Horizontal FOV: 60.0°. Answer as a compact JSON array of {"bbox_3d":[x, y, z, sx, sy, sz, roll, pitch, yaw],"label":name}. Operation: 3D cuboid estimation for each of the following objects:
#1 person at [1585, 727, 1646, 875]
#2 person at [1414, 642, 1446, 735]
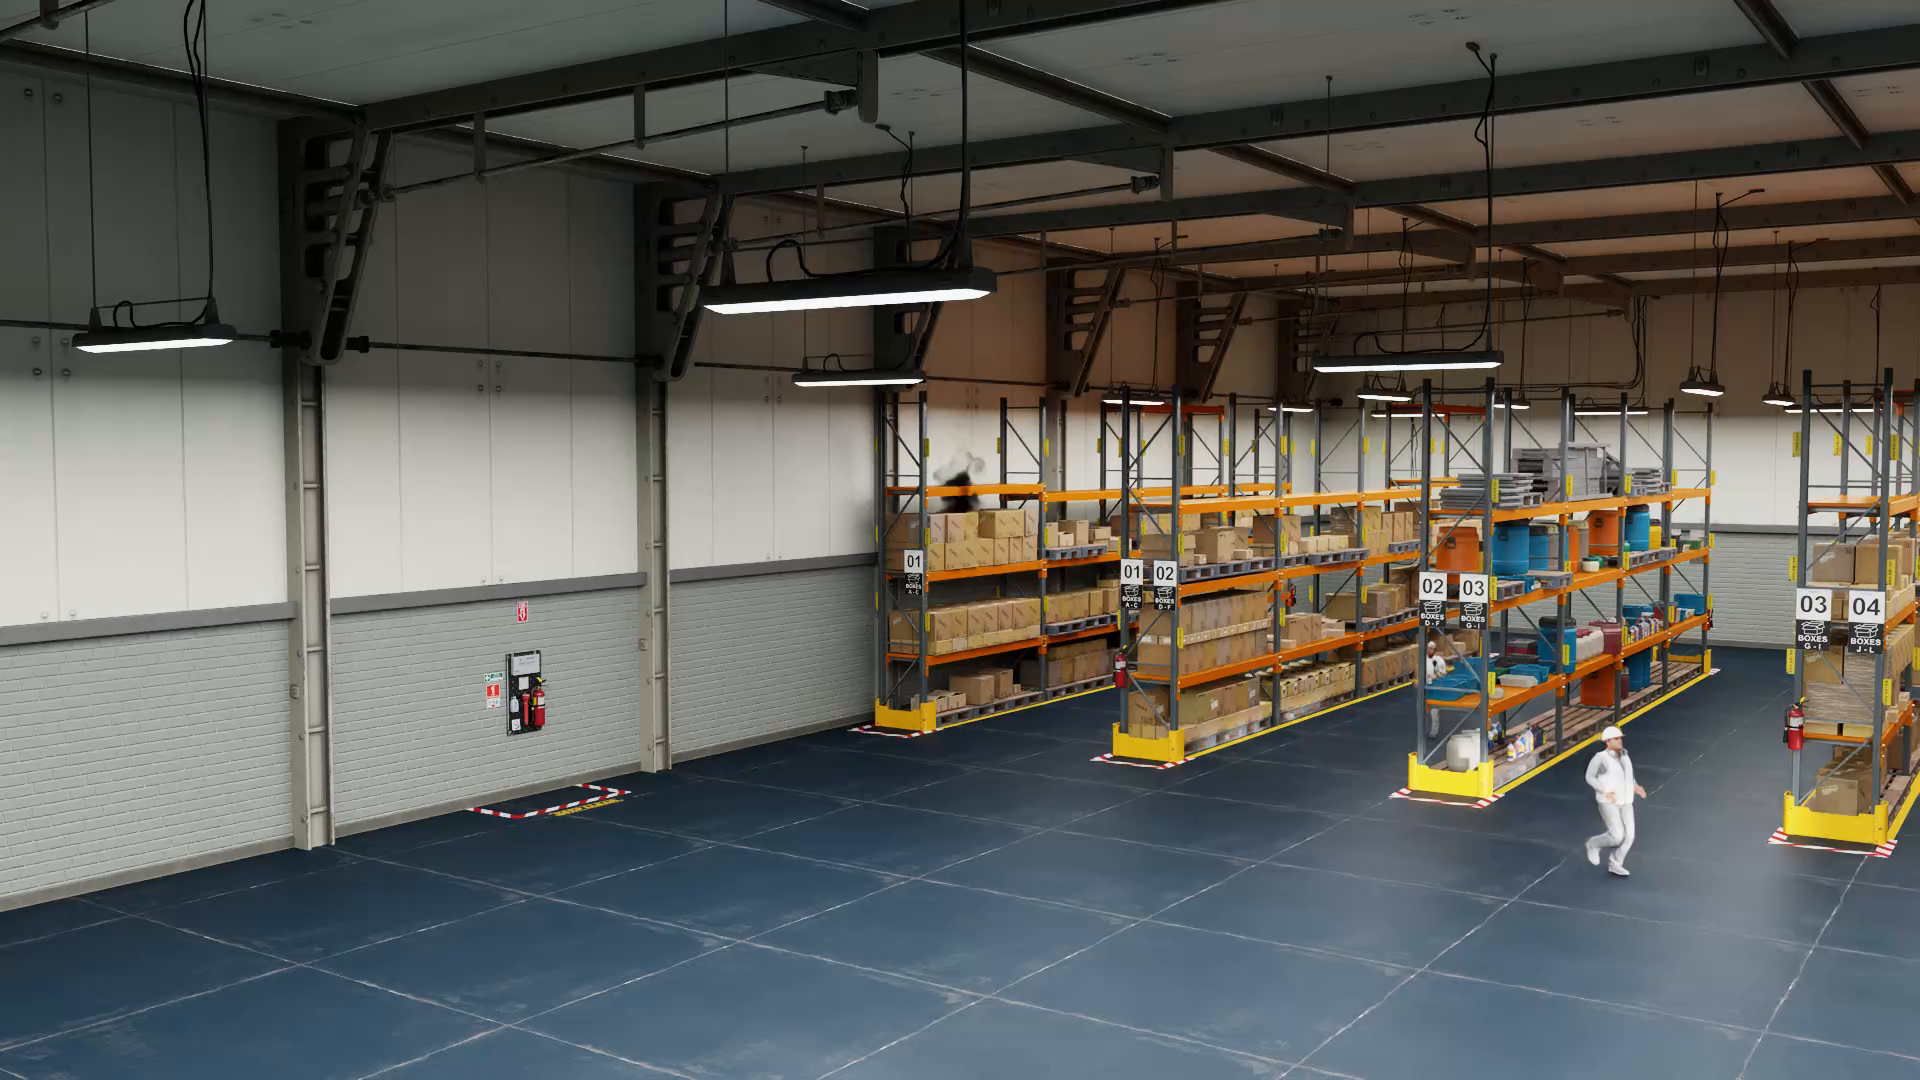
[{"bbox_3d":[7.686,3.055,19.525,0.658,1.722,0.608,-1,3,-23],"label":"person"},{"bbox_3d":[8.086,2.587,28.670,0.577,1.679,0.682,2,4,26],"label":"person"}]
